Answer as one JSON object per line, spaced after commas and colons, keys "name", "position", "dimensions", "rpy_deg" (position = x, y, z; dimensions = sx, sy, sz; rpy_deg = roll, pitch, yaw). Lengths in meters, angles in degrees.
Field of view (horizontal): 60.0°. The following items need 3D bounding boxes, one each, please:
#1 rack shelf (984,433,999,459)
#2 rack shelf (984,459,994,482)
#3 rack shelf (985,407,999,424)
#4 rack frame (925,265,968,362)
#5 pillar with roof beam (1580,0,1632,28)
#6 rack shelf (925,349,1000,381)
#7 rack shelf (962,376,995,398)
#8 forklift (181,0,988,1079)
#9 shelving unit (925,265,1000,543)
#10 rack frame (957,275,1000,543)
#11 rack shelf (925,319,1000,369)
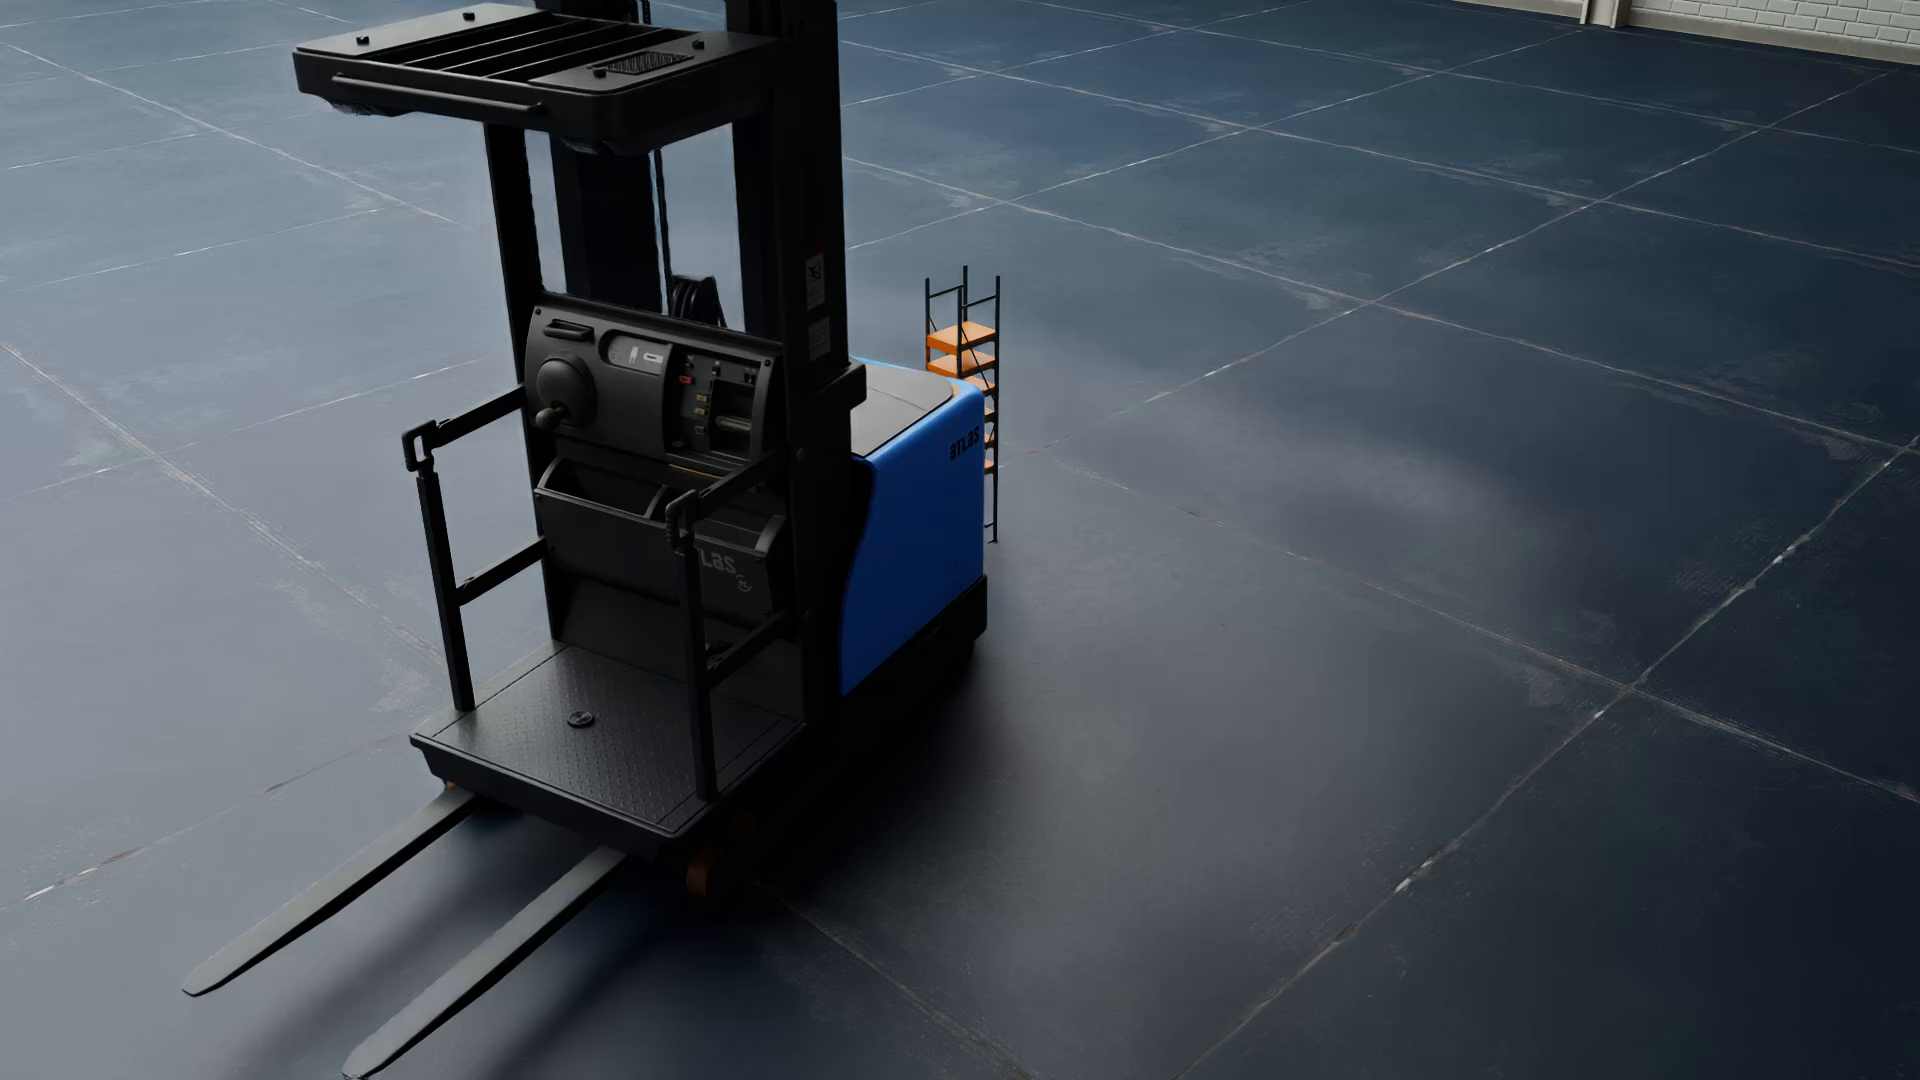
{"name": "rack shelf", "position": [0.010, -0.381, 7.038], "dimensions": [0.180, 0.103, 0.258], "rpy_deg": [25, 36, 38]}
{"name": "rack shelf", "position": [0.010, -0.275, 7.094], "dimensions": [0.180, 0.103, 0.258], "rpy_deg": [25, 36, 38]}
{"name": "rack shelf", "position": [0.010, -0.487, 6.982], "dimensions": [0.180, 0.103, 0.258], "rpy_deg": [25, 36, 38]}
{"name": "rack frame", "position": [-0.055, -0.556, 7.019], "dimensions": [0.006, 1.200, 0.240], "rpy_deg": [25, 36, 38]}
{"name": "pillar with roof beam", "position": [3.834, -8.049, 12.889], "dimensions": [0.400, 9.000, 9.100], "rpy_deg": [25, 36, 38]}
{"name": "rack shelf", "position": [0.010, -0.699, 6.871], "dimensions": [0.180, 0.103, 0.258], "rpy_deg": [25, 36, 38]}
{"name": "rack shelf", "position": [0.010, -0.593, 6.927], "dimensions": [0.180, 0.103, 0.258], "rpy_deg": [25, 36, 38]}
{"name": "forklift", "position": [-1.061, -0.428, 4.916], "dimensions": [1.130, 2.935, 3.031], "rpy_deg": [15, 31, 26]}
{"name": "shelving unit", "position": [0.010, -0.526, 6.962], "dimensions": [0.189, 1.200, 0.258], "rpy_deg": [25, 36, 38]}
{"name": "rack frame", "position": [0.076, -0.496, 6.905], "dimensions": [0.006, 1.200, 0.240], "rpy_deg": [25, 36, 38]}
{"name": "rack shelf", "position": [0.010, -0.806, 6.815], "dimensions": [0.180, 0.103, 0.258], "rpy_deg": [25, 36, 38]}
